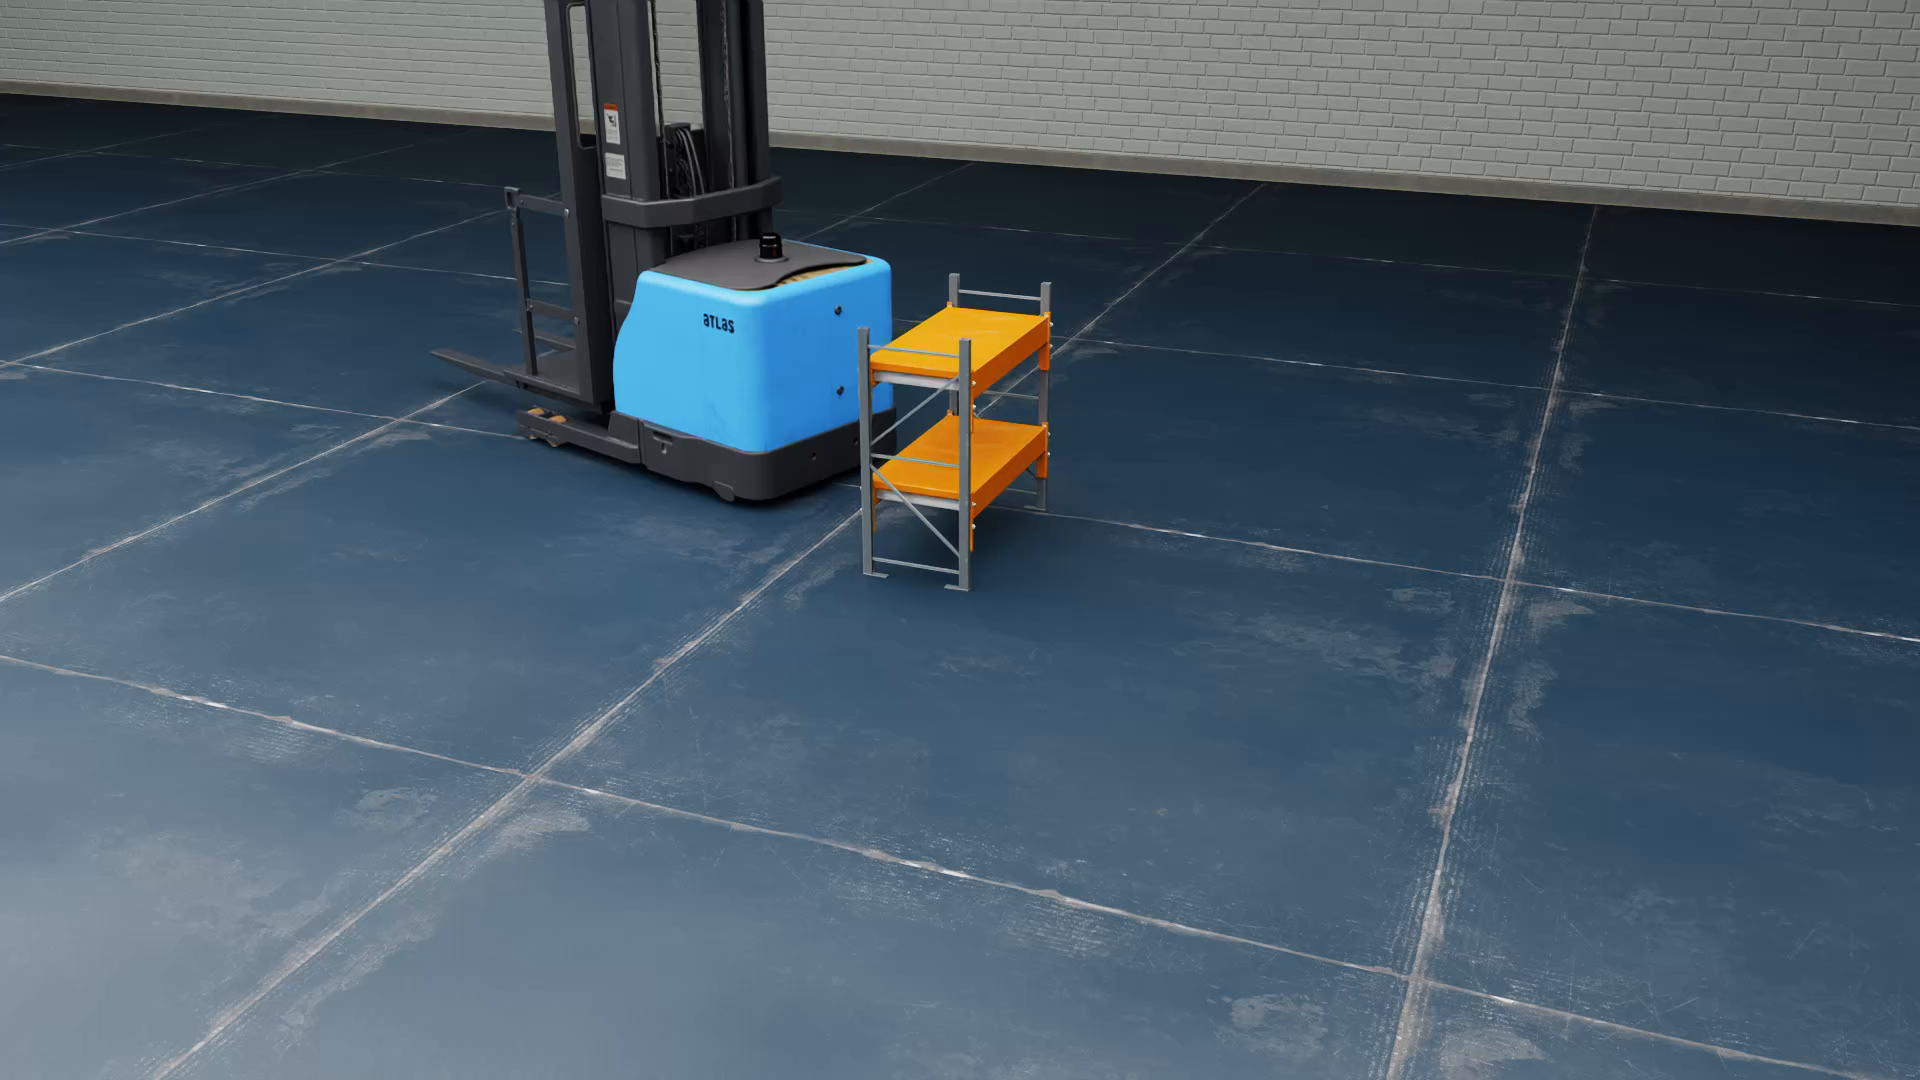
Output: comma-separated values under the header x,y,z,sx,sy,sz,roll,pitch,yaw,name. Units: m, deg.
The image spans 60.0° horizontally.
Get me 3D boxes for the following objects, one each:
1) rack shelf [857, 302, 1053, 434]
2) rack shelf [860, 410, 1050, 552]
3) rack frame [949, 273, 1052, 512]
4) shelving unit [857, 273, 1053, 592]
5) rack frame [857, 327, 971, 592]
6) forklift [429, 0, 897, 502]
x,y,z,sx,sy,sz,roll,pitch,yaw,name
-0.002,-0.787,7.415,0.538,0.278,1.000,9,24,20,rack shelf
-0.002,-0.291,7.622,0.538,0.278,1.000,9,24,20,rack shelf
0.186,-0.699,7.963,0.500,1.125,0.032,9,24,20,rack frame
-0.002,-0.517,7.527,0.538,1.125,1.048,9,24,20,shelving unit
-0.191,-0.335,7.092,0.500,1.125,0.032,9,24,20,rack frame
-1.781,-1.990,8.712,3.031,2.935,1.130,18,29,37,forklift
